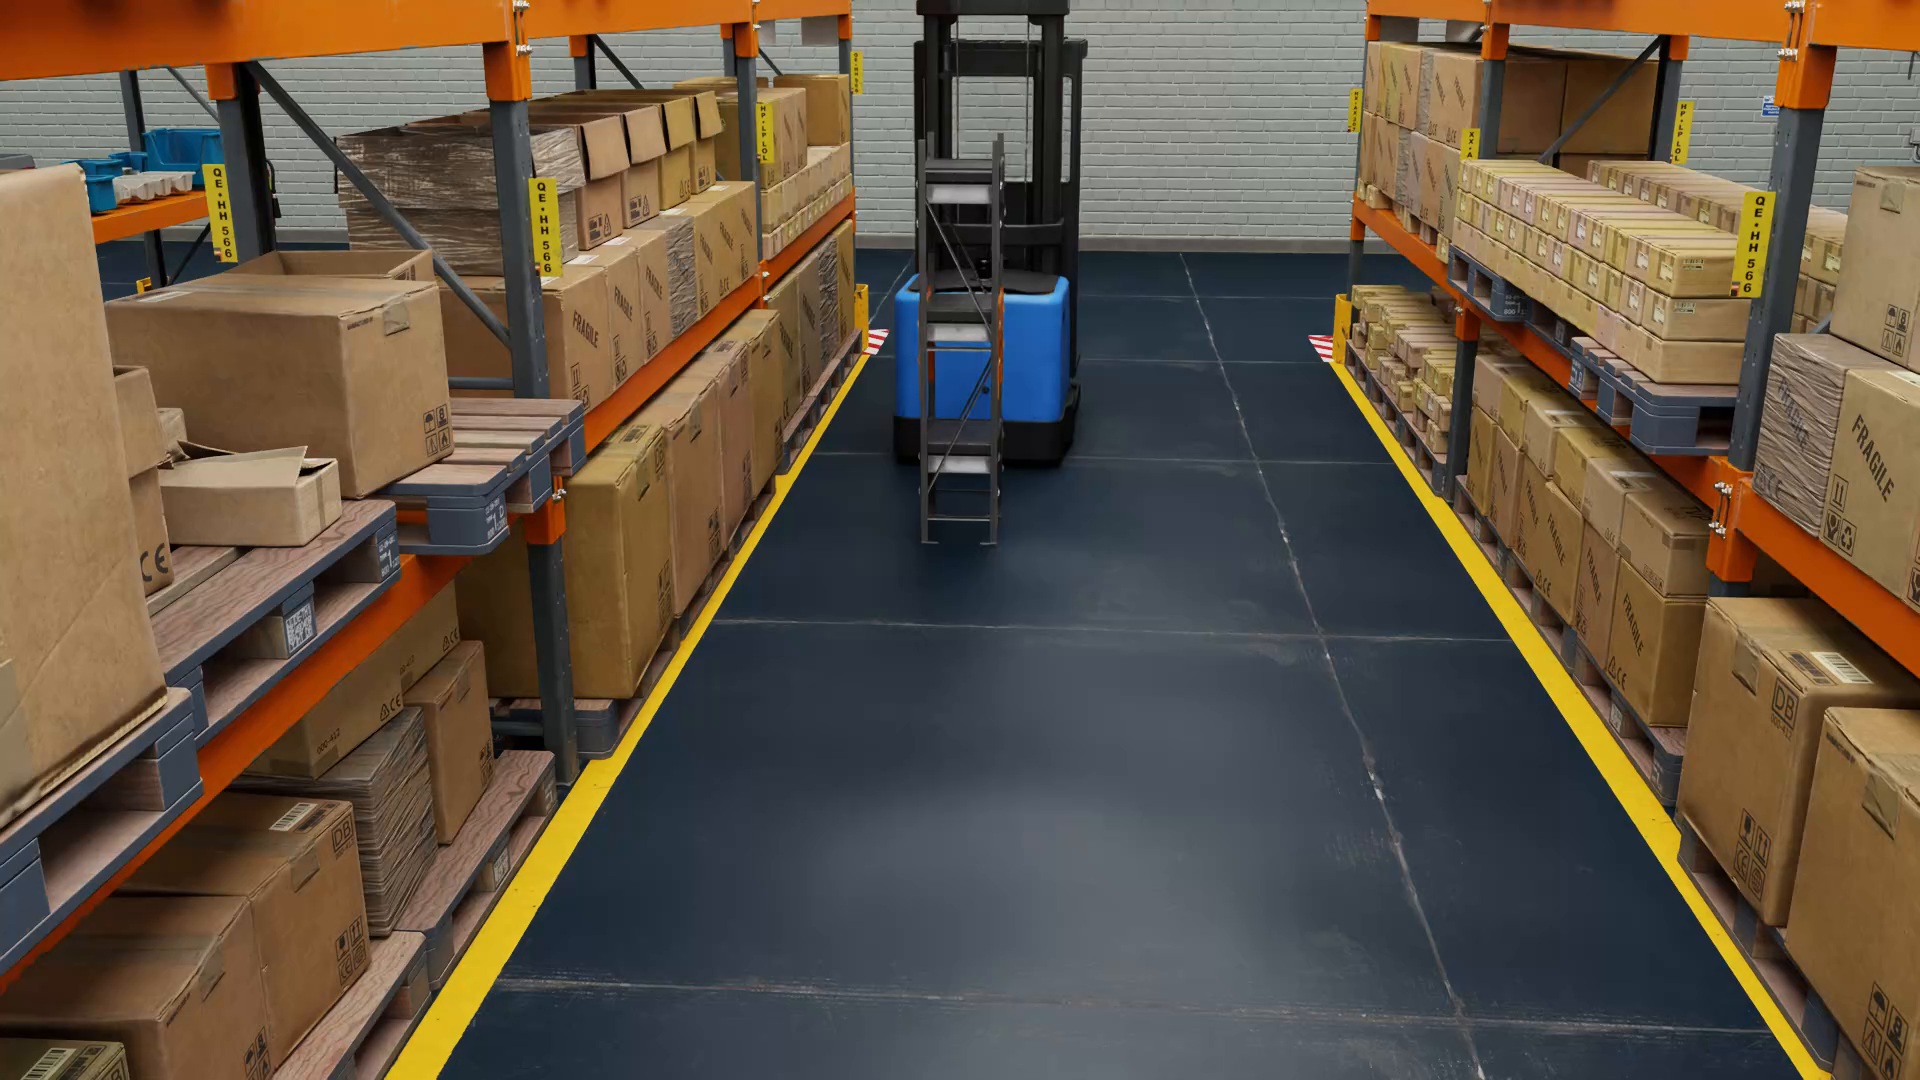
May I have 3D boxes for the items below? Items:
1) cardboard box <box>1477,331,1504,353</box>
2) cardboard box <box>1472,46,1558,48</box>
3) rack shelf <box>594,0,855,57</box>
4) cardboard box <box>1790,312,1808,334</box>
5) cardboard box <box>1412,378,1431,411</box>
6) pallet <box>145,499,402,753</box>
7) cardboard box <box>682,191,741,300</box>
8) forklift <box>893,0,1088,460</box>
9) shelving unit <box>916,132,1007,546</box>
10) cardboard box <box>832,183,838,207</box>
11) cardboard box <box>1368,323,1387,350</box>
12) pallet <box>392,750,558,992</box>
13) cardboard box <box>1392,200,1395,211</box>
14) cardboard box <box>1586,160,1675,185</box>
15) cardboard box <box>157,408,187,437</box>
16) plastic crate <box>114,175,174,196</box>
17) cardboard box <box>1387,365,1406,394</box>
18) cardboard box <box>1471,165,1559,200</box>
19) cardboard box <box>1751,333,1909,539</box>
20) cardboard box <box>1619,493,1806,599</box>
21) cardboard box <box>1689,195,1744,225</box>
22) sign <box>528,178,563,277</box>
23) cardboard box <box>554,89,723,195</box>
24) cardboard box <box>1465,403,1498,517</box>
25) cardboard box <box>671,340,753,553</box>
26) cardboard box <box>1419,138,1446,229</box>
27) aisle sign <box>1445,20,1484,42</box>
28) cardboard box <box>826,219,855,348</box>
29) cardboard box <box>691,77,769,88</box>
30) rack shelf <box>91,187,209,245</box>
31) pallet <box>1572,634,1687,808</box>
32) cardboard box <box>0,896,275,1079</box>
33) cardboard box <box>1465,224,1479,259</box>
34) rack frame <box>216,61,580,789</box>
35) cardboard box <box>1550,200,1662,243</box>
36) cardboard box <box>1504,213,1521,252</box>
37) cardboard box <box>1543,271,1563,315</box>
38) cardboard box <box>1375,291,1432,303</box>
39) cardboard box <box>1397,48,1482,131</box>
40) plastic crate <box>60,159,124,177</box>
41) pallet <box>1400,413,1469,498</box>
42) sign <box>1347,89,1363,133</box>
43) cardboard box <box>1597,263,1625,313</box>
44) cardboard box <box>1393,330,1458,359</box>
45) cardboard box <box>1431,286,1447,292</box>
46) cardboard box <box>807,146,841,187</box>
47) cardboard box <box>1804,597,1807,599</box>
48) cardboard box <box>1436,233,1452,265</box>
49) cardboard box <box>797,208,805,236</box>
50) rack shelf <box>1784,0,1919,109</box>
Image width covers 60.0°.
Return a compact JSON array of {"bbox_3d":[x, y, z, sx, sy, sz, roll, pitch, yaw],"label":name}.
[{"bbox_3d":[3.611,-1.277,10.953,0.380,0.149,0.250,1,18,2],"label":"cardboard box"},{"bbox_3d":[3.736,-3.078,11.255,0.500,0.500,0.500,2,18,7],"label":"cardboard box"},{"bbox_3d":[-1.498,-3.485,11.080,1.077,0.370,4.000,1,18,4],"label":"rack shelf"},{"bbox_3d":[3.284,-0.778,6.209,0.380,0.149,0.250,2,18,7],"label":"cardboard box"},{"bbox_3d":[3.013,-0.897,10.271,0.380,0.149,0.250,1,18,2],"label":"cardboard box"},{"bbox_3d":[-2.029,0.169,3.899,1.003,0.211,1.213,1,18,4],"label":"pallet"},{"bbox_3d":[-1.445,-1.523,8.594,0.500,0.500,0.500,2,18,6],"label":"cardboard box"},{"bbox_3d":[0.274,-2.296,11.223,1.130,2.935,3.031,2,18,6],"label":"forklift"},{"bbox_3d":[0.012,-1.049,8.753,0.431,2.100,0.503,1,18,4],"label":"shelving unit"},{"bbox_3d":[-1.107,-2.549,12.288,0.380,0.149,0.250,2,18,5],"label":"cardboard box"},{"bbox_3d":[3.160,-1.471,12.021,0.380,0.149,0.250,2,18,6],"label":"cardboard box"},{"bbox_3d":[-1.985,1.030,5.442,1.003,0.211,1.213,1,18,4],"label":"pallet"},{"bbox_3d":[3.304,-2.422,11.901,0.380,0.149,0.250,2,18,6],"label":"cardboard box"},{"bbox_3d":[3.465,-1.872,8.593,0.380,0.149,0.250,2,18,6],"label":"cardboard box"},{"bbox_3d":[-2.277,-0.151,4.133,0.500,0.250,0.500,1,18,2],"label":"cardboard box"},{"bbox_3d":[-6.208,-2.690,12.641,0.396,0.136,0.243,1,18,4],"label":"plastic crate"},{"bbox_3d":[3.131,-1.089,11.334,0.380,0.149,0.250,1,18,4],"label":"cardboard box"},{"bbox_3d":[2.798,-1.802,8.380,0.380,0.149,0.250,2,18,5],"label":"cardboard box"},{"bbox_3d":[2.711,-0.310,4.892,0.500,0.500,0.500,1,18,5],"label":"cardboard box"},{"bbox_3d":[2.800,0.018,6.188,0.500,0.250,0.500,1,18,3],"label":"cardboard box"},{"bbox_3d":[3.353,-1.384,7.103,0.380,0.149,0.250,1,18,3],"label":"cardboard box"},{"bbox_3d":[-1.386,-1.042,5.552,0.100,0.325,0.005,1,18,4],"label":"sign"},{"bbox_3d":[-1.679,-2.106,8.762,0.797,0.503,0.637,1,18,2],"label":"cardboard box"},{"bbox_3d":[2.981,-0.427,8.747,0.500,0.500,0.500,2,18,6],"label":"cardboard box"},{"bbox_3d":[-1.730,-0.494,8.350,1.225,0.875,0.875,1,18,2],"label":"cardboard box"},{"bbox_3d":[3.090,-2.145,10.014,0.500,0.500,0.500,1,18,2],"label":"cardboard box"},{"bbox_3d":[3.890,-4.132,12.541,0.394,0.787,0.004,1,18,4],"label":"aisle sign"},{"bbox_3d":[-1.320,-2.012,12.984,0.875,0.875,0.875,1,18,4],"label":"cardboard box"},{"bbox_3d":[-1.694,-3.151,12.281,0.500,0.500,0.500,1,18,3],"label":"cardboard box"},{"bbox_3d":[-6.438,-2.170,11.885,1.077,0.370,4.000,1,18,4],"label":"rack shelf"},{"bbox_3d":[3.070,0.686,6.489,1.003,0.211,1.213,1,18,4],"label":"pallet"},{"bbox_3d":[-2.057,1.171,3.839,0.700,0.500,0.500,0,18,-1],"label":"cardboard box"},{"bbox_3d":[2.798,-1.520,8.474,0.380,0.149,0.250,2,18,5],"label":"cardboard box"},{"bbox_3d":[-1.928,-0.538,5.748,1.000,3.000,0.127,1,18,4],"label":"rack frame"},{"bbox_3d":[2.685,-1.323,6.917,0.380,0.149,0.250,2,18,7],"label":"cardboard box"},{"bbox_3d":[2.742,-1.423,7.699,0.380,0.149,0.250,2,18,6],"label":"cardboard box"},{"bbox_3d":[2.686,-1.038,7.003,0.380,0.149,0.250,2,18,6],"label":"cardboard box"},{"bbox_3d":[3.309,-1.765,12.440,0.380,0.149,0.250,2,18,5],"label":"cardboard box"},{"bbox_3d":[3.166,-2.935,10.819,0.500,0.500,0.500,1,18,2],"label":"cardboard box"},{"bbox_3d":[-6.688,-2.809,12.850,0.416,0.233,0.300,1,18,4],"label":"plastic crate"},{"bbox_3d":[3.312,-0.523,10.179,1.003,0.211,1.213,1,18,4],"label":"pallet"},{"bbox_3d":[3.044,-3.304,12.799,0.100,0.325,0.005,1,18,4],"label":"sign"},{"bbox_3d":[2.627,-0.946,6.244,0.380,0.149,0.250,2,18,5],"label":"cardboard box"},{"bbox_3d":[3.085,-1.289,10.988,0.380,0.149,0.250,1,18,2],"label":"cardboard box"},{"bbox_3d":[3.800,-1.838,12.664,0.380,0.149,0.250,1,18,5],"label":"cardboard box"},{"bbox_3d":[-1.161,-2.779,12.350,0.500,0.250,0.500,1,18,3],"label":"cardboard box"},{"bbox_3d":[3.317,0.378,6.292,0.500,0.500,0.500,1,18,2],"label":"cardboard box"},{"bbox_3d":[2.996,-1.695,9.683,0.380,0.149,0.250,1,18,2],"label":"cardboard box"},{"bbox_3d":[-1.216,-2.070,10.827,0.380,0.149,0.250,1,18,3],"label":"cardboard box"},{"bbox_3d":[2.869,-0.859,3.064,1.077,0.370,4.000,1,18,4],"label":"rack shelf"}]
